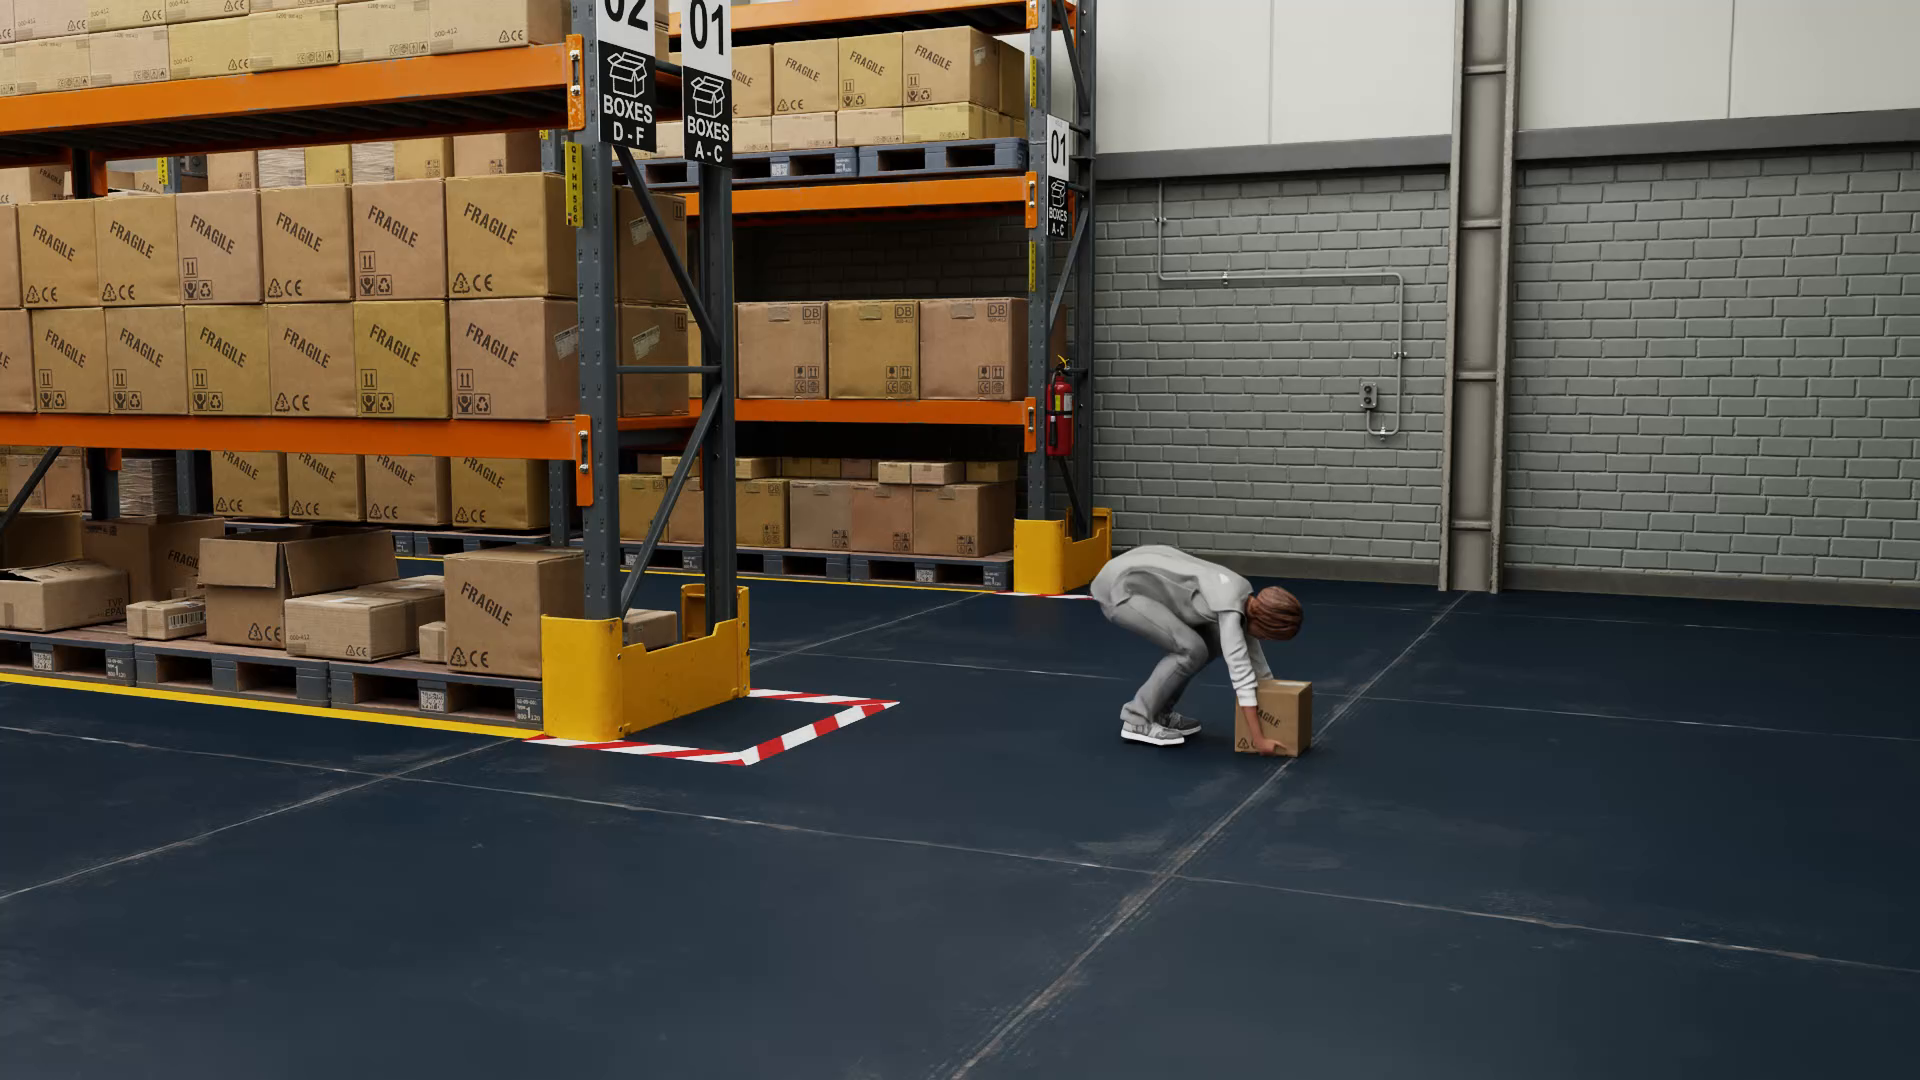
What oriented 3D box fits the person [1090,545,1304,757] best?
[{"bbox_3d":[0.958,0.437,6.747,0.864,0.801,0.433,2,6,21],"label":"person"}]
